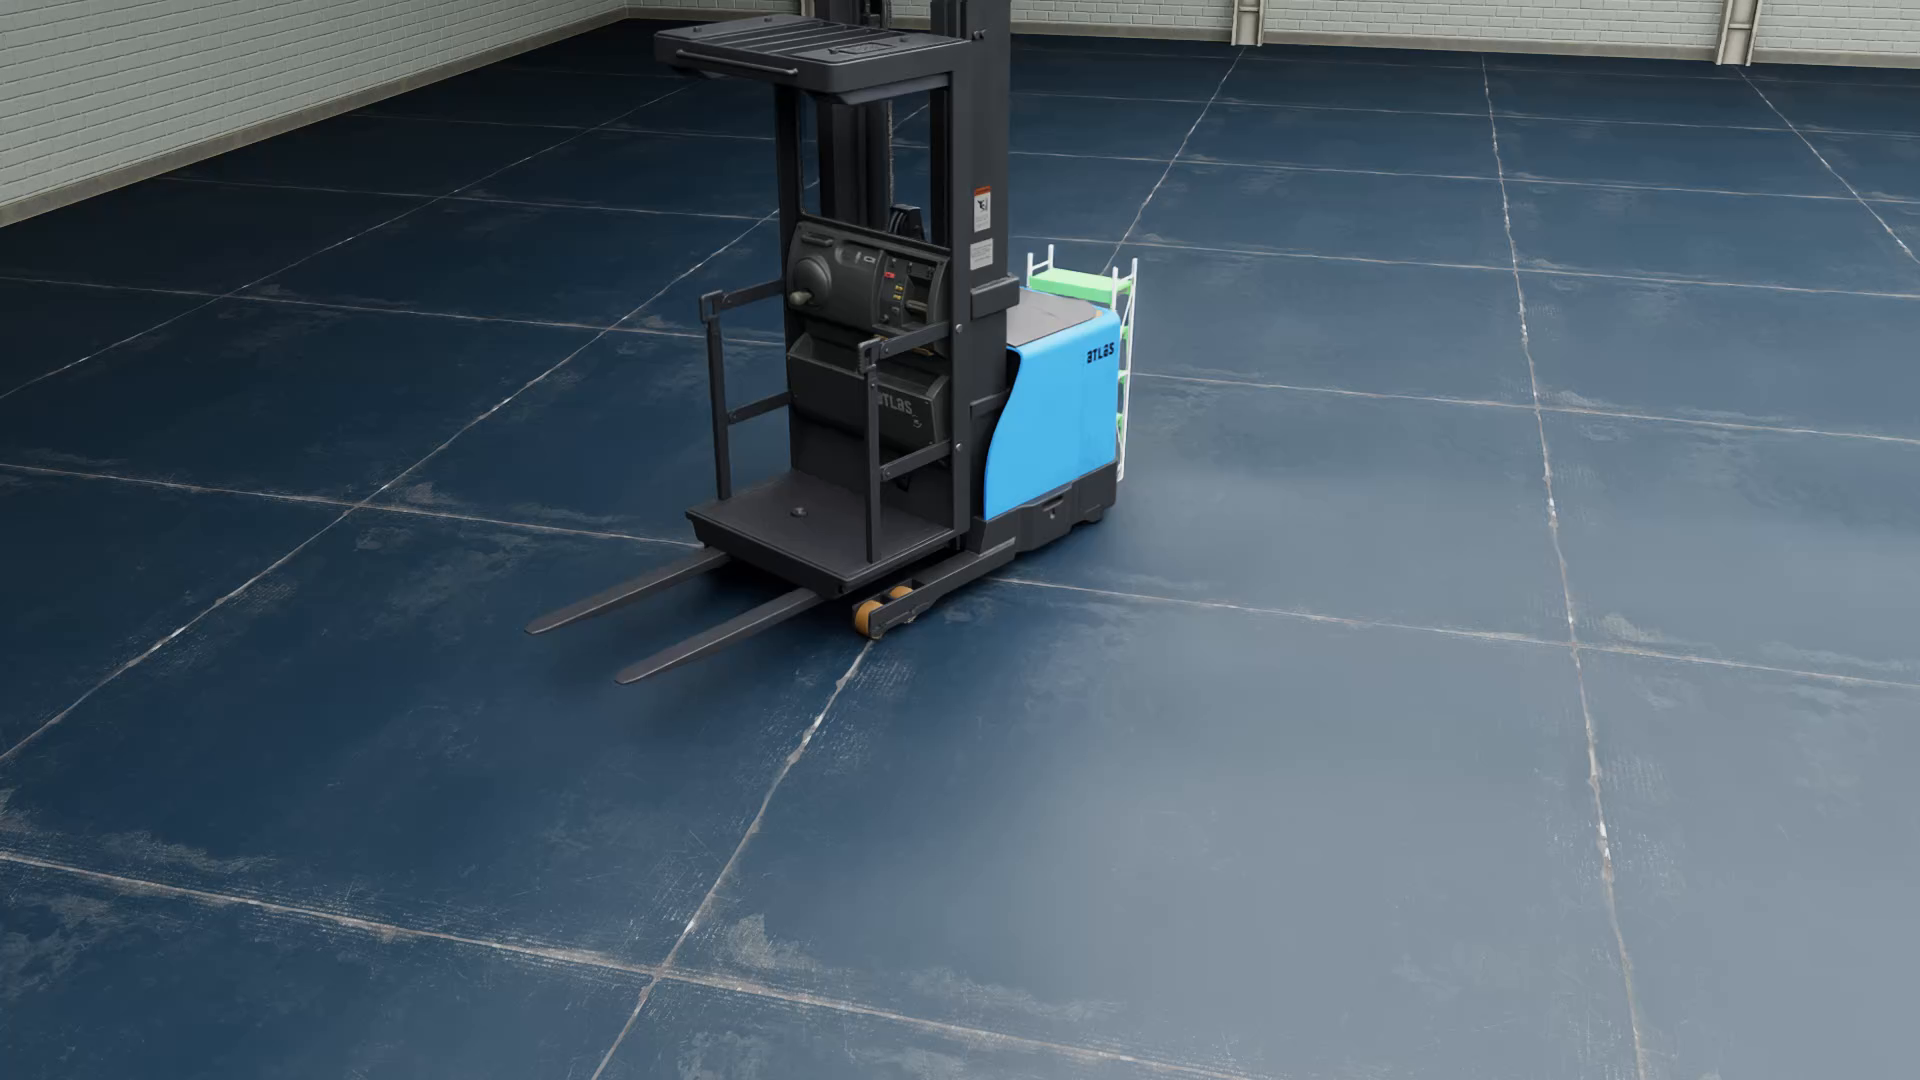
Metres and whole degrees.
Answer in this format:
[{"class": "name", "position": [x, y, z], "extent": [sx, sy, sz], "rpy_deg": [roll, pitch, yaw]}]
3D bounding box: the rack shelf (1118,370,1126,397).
[{"class": "rack shelf", "position": [0.611, -0.840, 8.754], "extent": [0.480, 0.148, 0.258], "rpy_deg": [15, 27, 28]}]

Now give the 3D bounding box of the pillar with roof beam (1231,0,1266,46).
[{"class": "pillar with roof beam", "position": [2.742, -8.865, 16.402], "extent": [0.400, 9.000, 9.100], "rpy_deg": [6, 26, 13]}]

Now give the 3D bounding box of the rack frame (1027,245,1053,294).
[{"class": "rack frame", "position": [0.405, -0.954, 8.845], "extent": [0.015, 1.200, 0.240], "rpy_deg": [15, 27, 28]}]

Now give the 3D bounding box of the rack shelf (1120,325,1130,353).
[{"class": "rack shelf", "position": [0.616, -1.060, 8.658], "extent": [0.480, 0.148, 0.258], "rpy_deg": [15, 27, 28]}]

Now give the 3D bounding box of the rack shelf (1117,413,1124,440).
[{"class": "rack shelf", "position": [0.606, -0.620, 8.850], "extent": [0.480, 0.148, 0.258], "rpy_deg": [15, 27, 28]}]

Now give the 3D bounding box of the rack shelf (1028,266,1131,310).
[{"class": "rack shelf", "position": [0.621, -1.280, 8.562], "extent": [0.480, 0.148, 0.258], "rpy_deg": [15, 27, 28]}]

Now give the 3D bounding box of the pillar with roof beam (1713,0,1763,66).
[{"class": "pillar with roof beam", "position": [8.553, -8.223, 15.053], "extent": [0.400, 9.000, 9.100], "rpy_deg": [6, 26, 13]}]

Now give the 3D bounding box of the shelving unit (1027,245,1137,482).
[{"class": "shelving unit", "position": [0.612, -0.898, 8.728], "extent": [0.503, 1.200, 0.258], "rpy_deg": [15, 27, 28]}]

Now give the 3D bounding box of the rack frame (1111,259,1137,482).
[{"class": "rack frame", "position": [0.819, -0.843, 8.612], "extent": [0.015, 1.200, 0.240], "rpy_deg": [15, 27, 28]}]

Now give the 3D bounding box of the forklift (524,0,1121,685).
[{"class": "forklift", "position": [-0.562, -1.134, 7.223], "extent": [1.130, 2.935, 3.031], "rpy_deg": [21, 33, 37]}]

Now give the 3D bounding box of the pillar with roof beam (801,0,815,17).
[{"class": "pillar with roof beam", "position": [-3.069, -9.508, 17.751], "extent": [0.400, 9.000, 9.100], "rpy_deg": [6, 26, 13]}]
